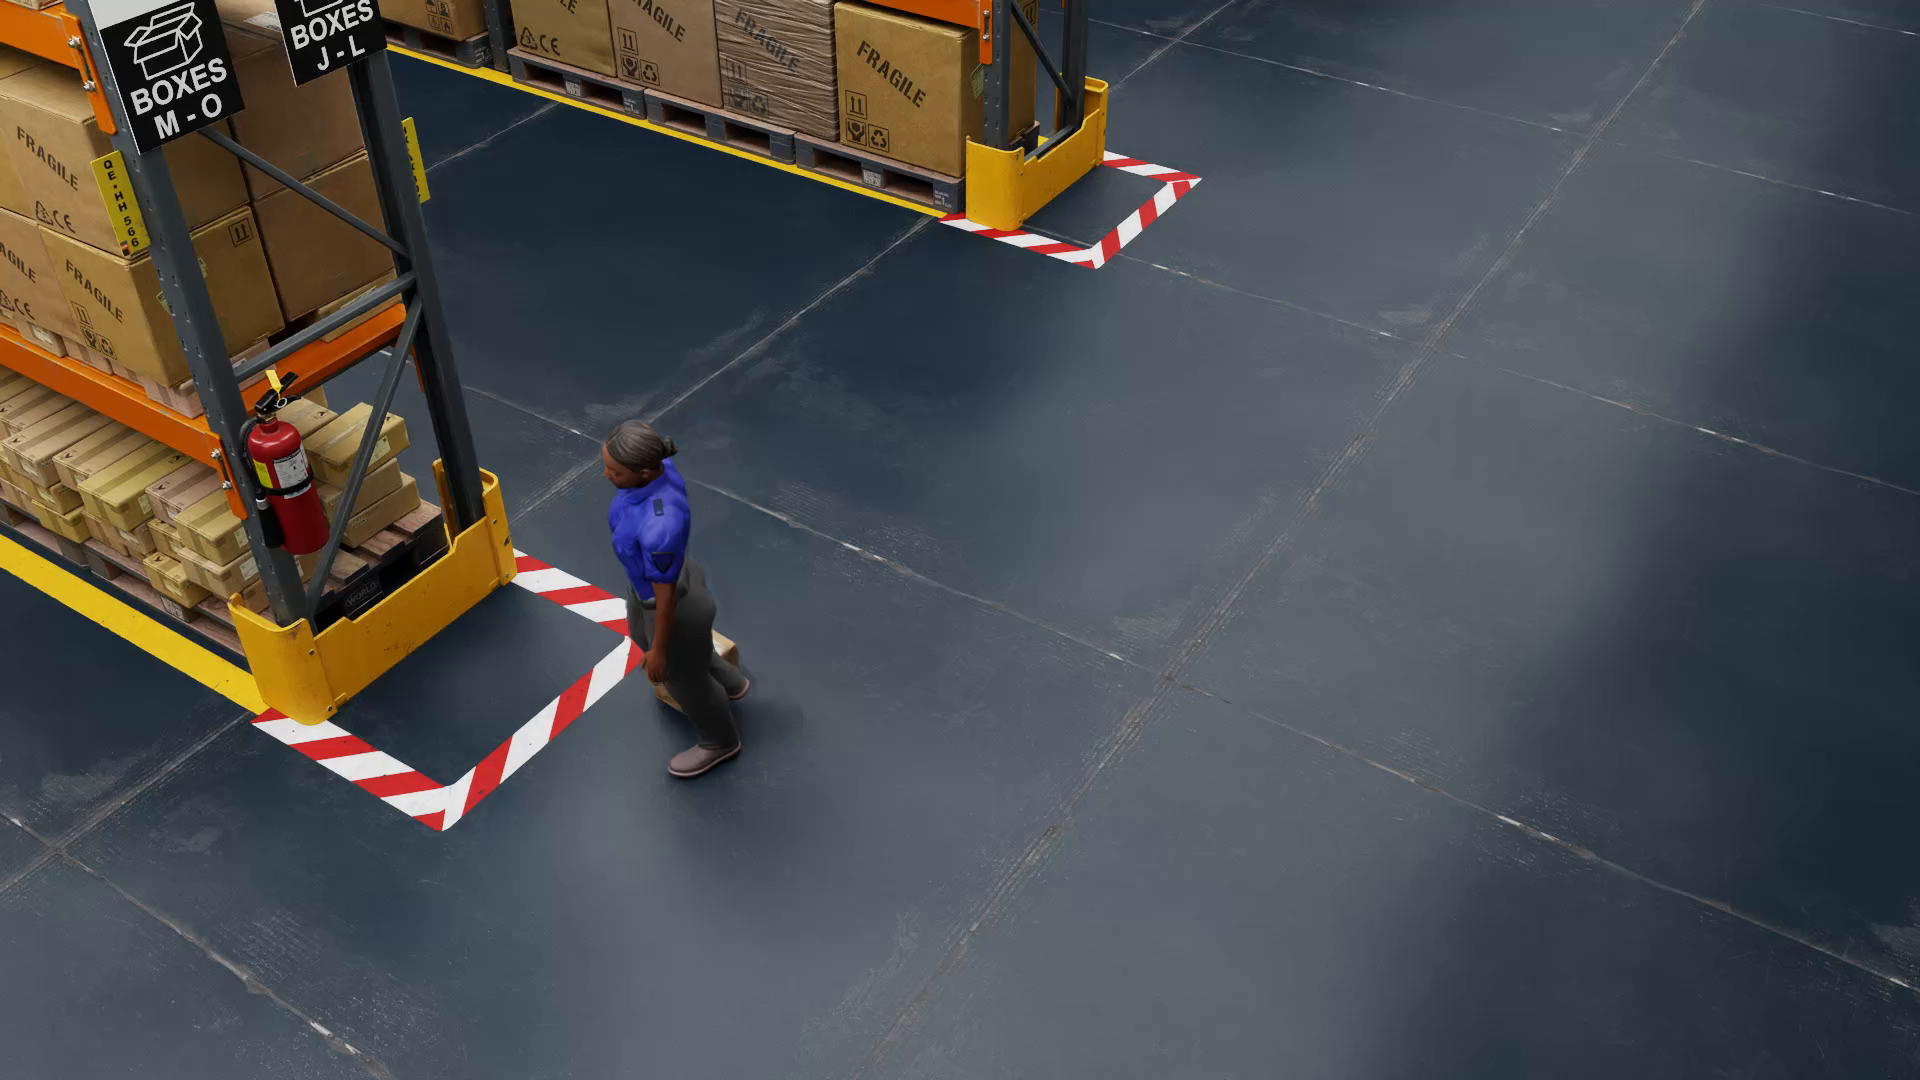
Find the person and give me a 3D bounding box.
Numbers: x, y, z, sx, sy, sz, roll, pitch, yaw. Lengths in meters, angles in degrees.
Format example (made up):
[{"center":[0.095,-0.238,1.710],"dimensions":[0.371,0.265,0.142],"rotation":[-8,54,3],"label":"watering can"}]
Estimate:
[{"center":[-0.991,0.173,5.946],"dimensions":[0.440,1.644,0.640],"rotation":[-10,40,-12],"label":"person"}]
